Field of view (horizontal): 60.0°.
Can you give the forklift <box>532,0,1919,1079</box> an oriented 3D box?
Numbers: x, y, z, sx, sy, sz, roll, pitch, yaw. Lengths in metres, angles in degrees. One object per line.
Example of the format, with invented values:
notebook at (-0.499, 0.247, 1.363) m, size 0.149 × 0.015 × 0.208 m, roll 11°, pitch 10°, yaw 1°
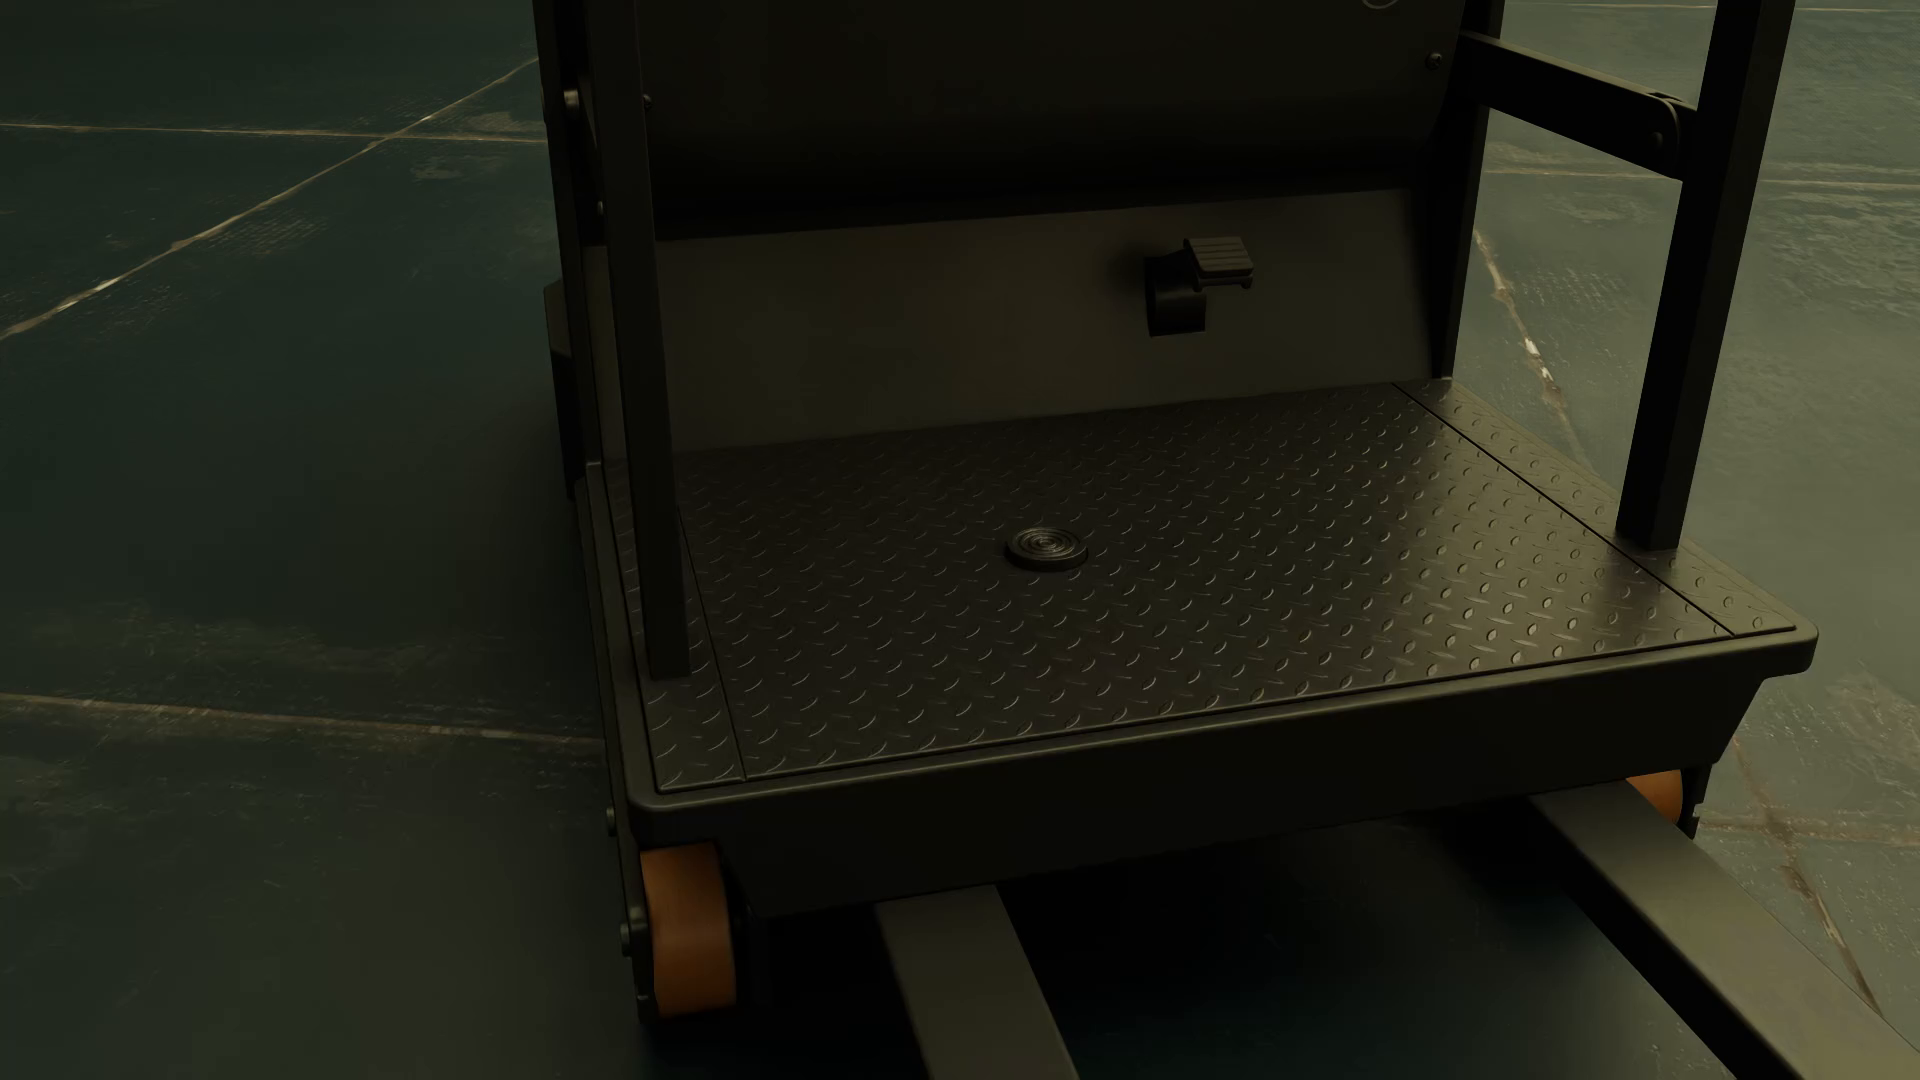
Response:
forklift at (0.153, -1.049, 1.319) m, size 1.130 × 2.935 × 3.031 m, roll -7°, pitch 27°, yaw -13°
